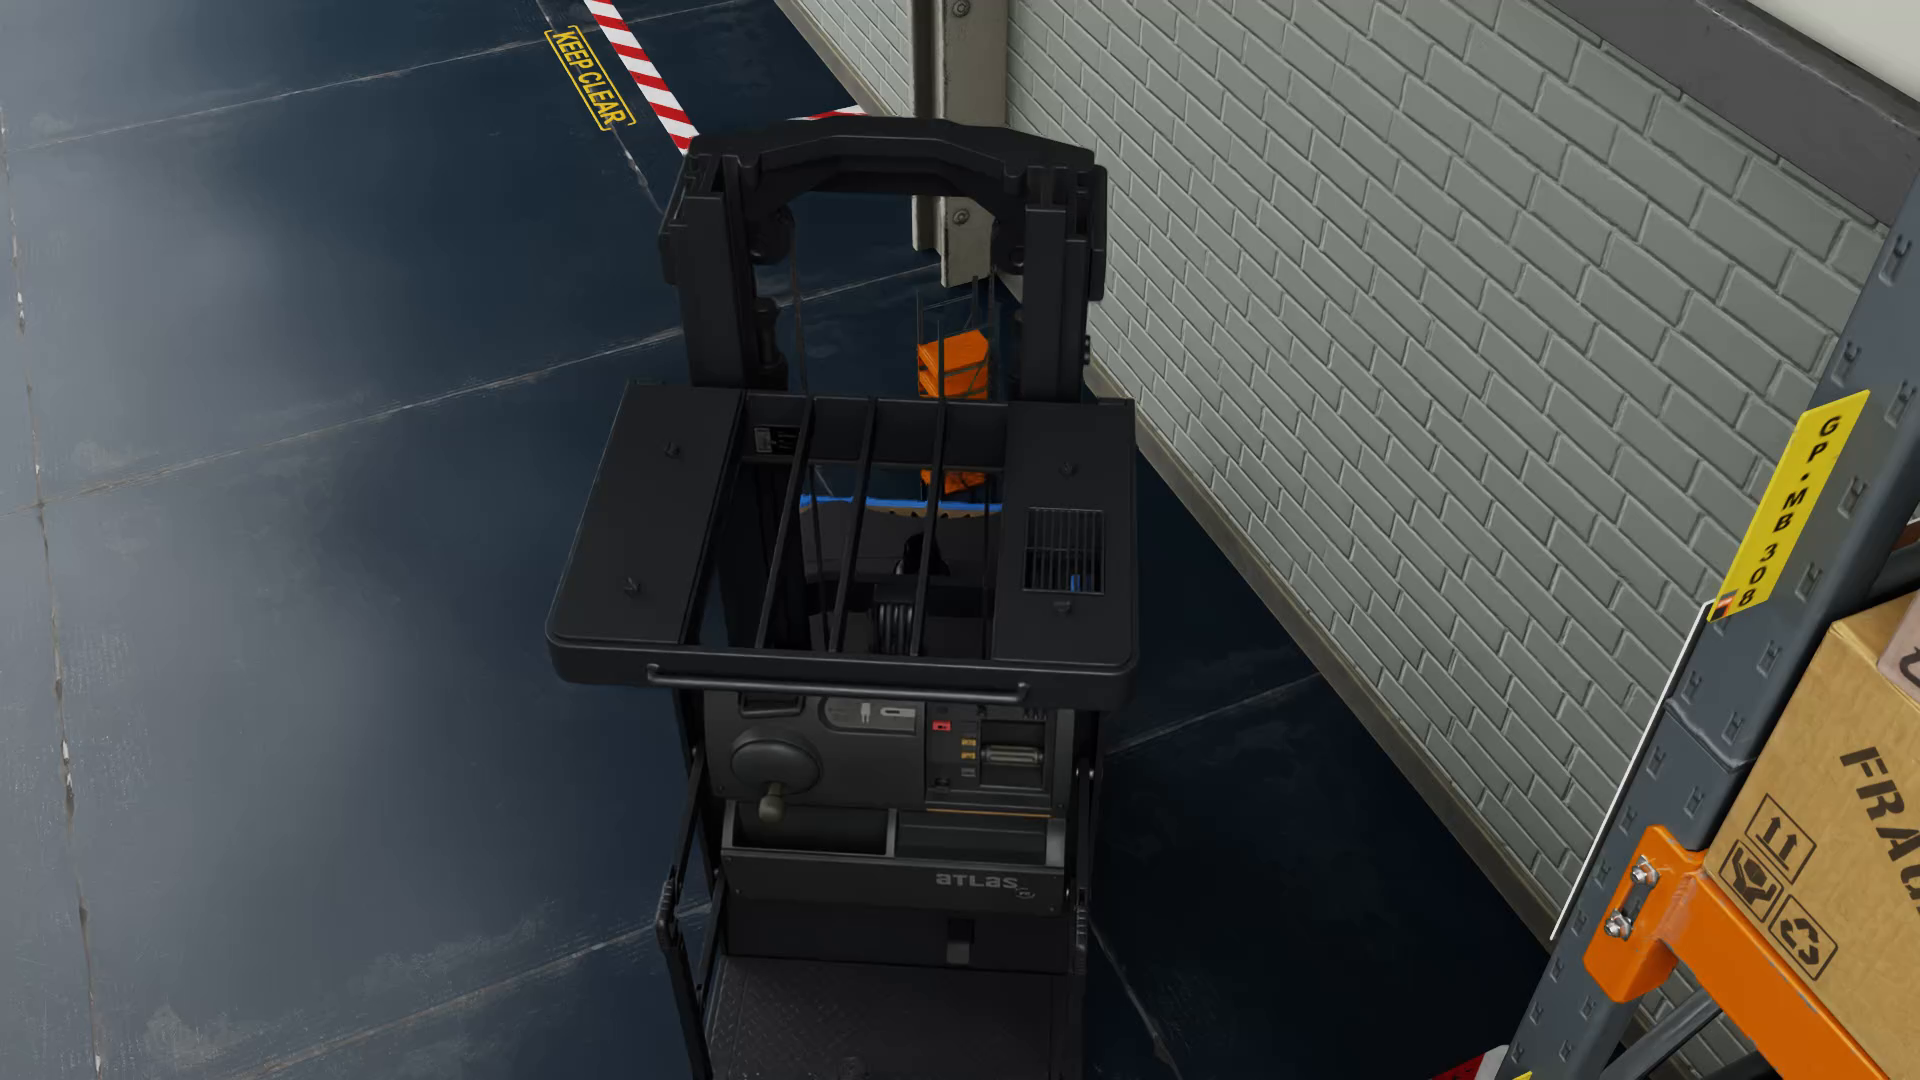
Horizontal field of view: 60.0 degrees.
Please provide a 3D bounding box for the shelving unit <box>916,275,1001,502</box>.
[{"bbox_3d":[-0.006,-0.436,6.338,0.258,1.200,0.189,-18,47,-17],"label":"shelving unit"}]

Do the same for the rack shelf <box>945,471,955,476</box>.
[{"bbox_3d":[-0.006,-0.319,6.453,0.258,0.103,0.180,-18,47,-17],"label":"rack shelf"}]

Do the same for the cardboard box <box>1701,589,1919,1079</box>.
[{"bbox_3d":[1.344,0.363,2.025,0.500,0.500,0.500,-17,47,-16],"label":"cardboard box"}]

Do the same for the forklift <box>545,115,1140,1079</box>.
[{"bbox_3d":[-0.191,0.622,4.033,1.130,2.935,3.031,3,45,3],"label":"forklift"}]

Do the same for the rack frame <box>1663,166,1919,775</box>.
[{"bbox_3d":[1.431,-0.949,1.305,1.000,3.000,0.127,-18,47,-17],"label":"rack frame"}]

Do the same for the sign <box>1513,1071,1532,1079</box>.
[{"bbox_3d":[0.938,1.039,2.945,0.100,0.325,0.005,-18,47,-17],"label":"sign"}]

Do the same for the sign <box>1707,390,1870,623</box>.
[{"bbox_3d":[0.938,-0.032,1.889,0.100,0.325,0.005,-18,47,-17],"label":"sign"}]

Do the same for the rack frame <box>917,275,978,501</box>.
[{"bbox_3d":[-0.045,-0.495,6.397,0.240,1.200,0.006,-18,47,-17],"label":"rack frame"}]

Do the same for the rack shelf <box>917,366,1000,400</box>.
[{"bbox_3d":[-0.006,-0.576,6.201,0.258,0.103,0.180,-18,47,-17],"label":"rack shelf"}]

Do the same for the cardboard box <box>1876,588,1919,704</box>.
[{"bbox_3d":[1.372,0.037,1.644,0.500,0.500,0.500,-21,48,-20],"label":"cardboard box"}]

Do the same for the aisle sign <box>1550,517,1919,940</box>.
[{"bbox_3d":[1.128,0.304,2.456,0.394,0.787,0.004,-18,47,-17],"label":"aisle sign"}]

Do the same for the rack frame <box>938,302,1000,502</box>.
[{"bbox_3d":[0.032,-0.378,6.279,0.240,1.200,0.006,-18,47,-17],"label":"rack frame"}]

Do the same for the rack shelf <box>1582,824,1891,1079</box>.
[{"bbox_3d":[2.272,1.649,1.319,1.077,0.370,4.000,-18,47,-17],"label":"rack shelf"}]

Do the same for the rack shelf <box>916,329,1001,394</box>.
[{"bbox_3d":[-0.006,-0.661,6.116,0.258,0.103,0.180,-18,47,-17],"label":"rack shelf"}]

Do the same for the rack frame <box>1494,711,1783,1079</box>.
[{"bbox_3d":[1.431,1.186,3.412,1.000,3.000,0.127,-18,47,-17],"label":"rack frame"}]

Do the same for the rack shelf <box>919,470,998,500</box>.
[{"bbox_3d":[-0.006,-0.234,6.538,0.258,0.103,0.180,-18,47,-17],"label":"rack shelf"}]

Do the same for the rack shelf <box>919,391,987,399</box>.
[{"bbox_3d":[-0.006,-0.490,6.285,0.258,0.103,0.180,-18,47,-17],"label":"rack shelf"}]

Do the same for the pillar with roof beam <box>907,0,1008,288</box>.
[{"bbox_3d":[-3.919,-3.311,3.698,9.100,9.000,0.400,-18,47,-17],"label":"pillar with roof beam"}]
